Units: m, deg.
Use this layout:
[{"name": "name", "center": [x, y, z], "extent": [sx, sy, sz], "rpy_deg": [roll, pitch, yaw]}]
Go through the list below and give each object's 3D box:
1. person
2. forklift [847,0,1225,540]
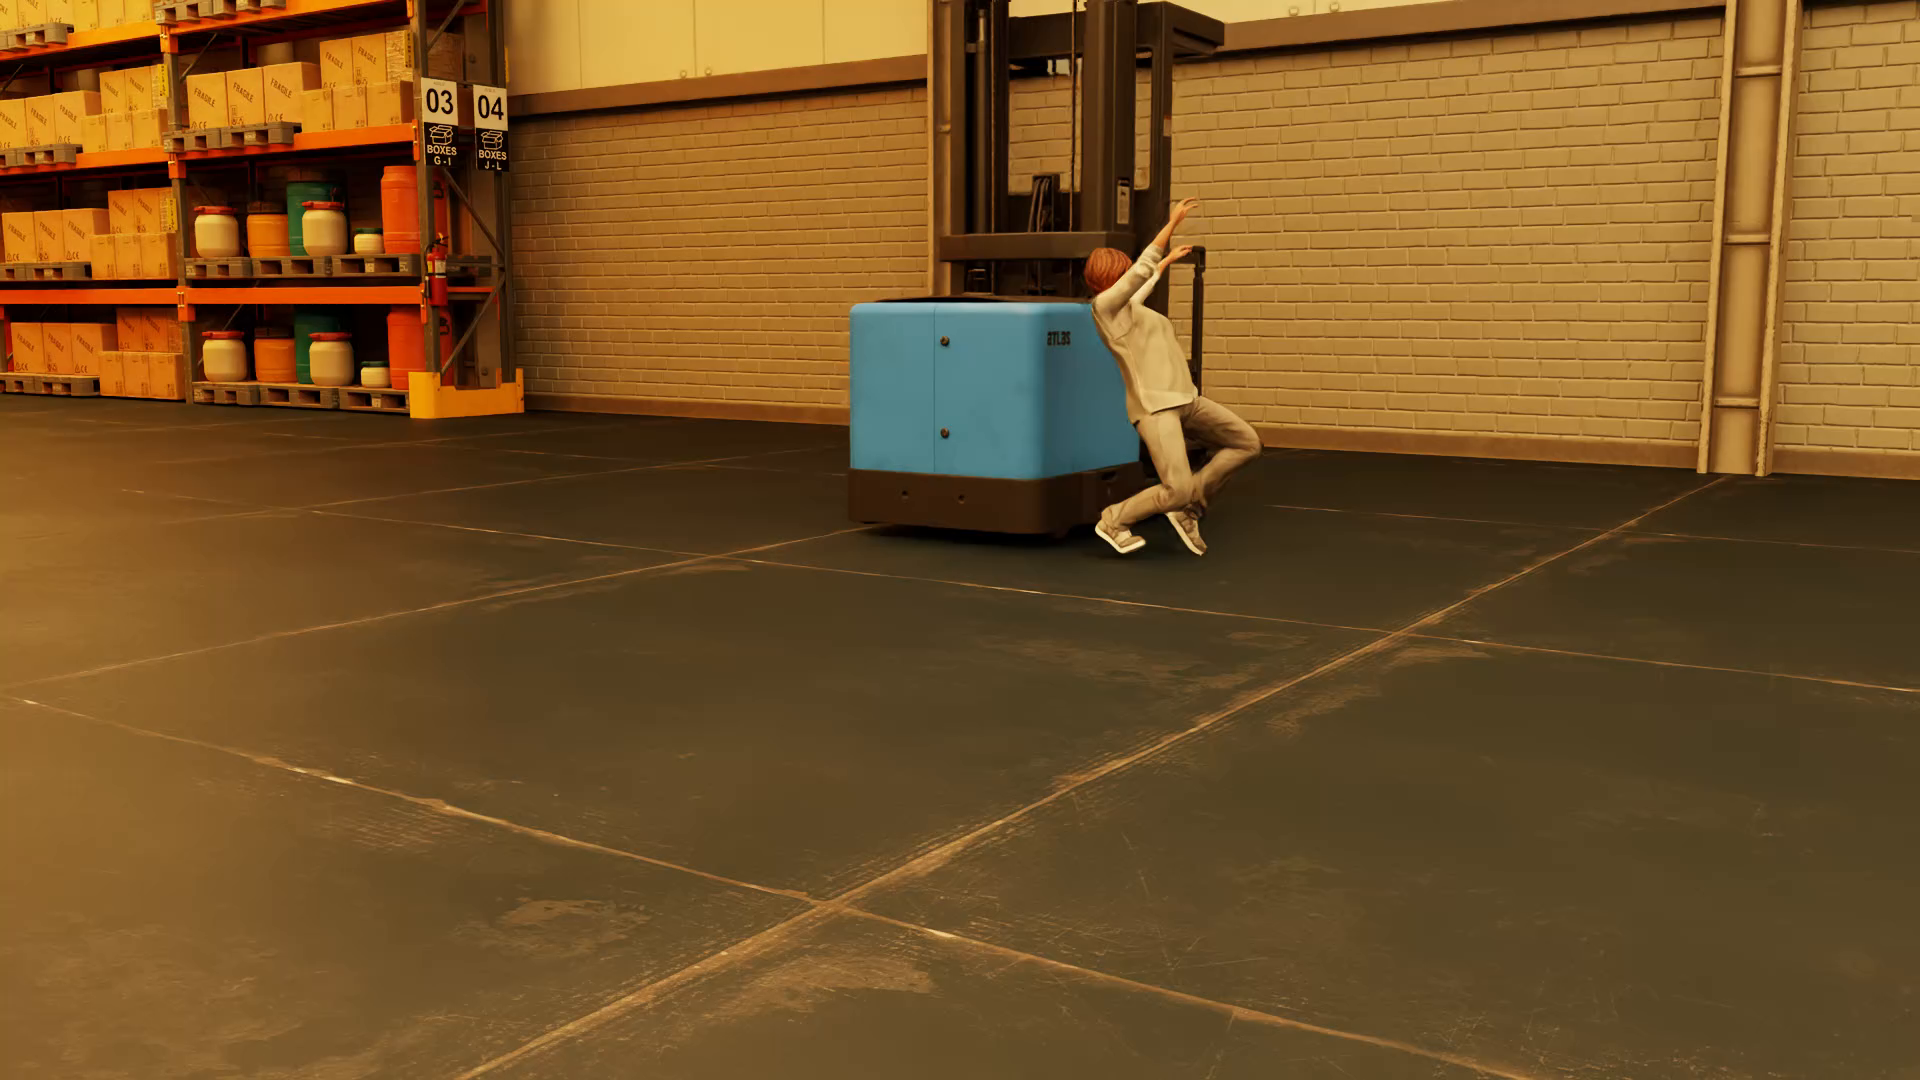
[{"name": "person", "center": [0.931, -0.683, 7.101], "extent": [0.727, 1.504, 0.931], "rpy_deg": [4, 9, 27]}, {"name": "forklift", "center": [0.671, -1.619, 8.575], "extent": [1.130, 2.935, 3.031], "rpy_deg": [5, 9, 31]}]
